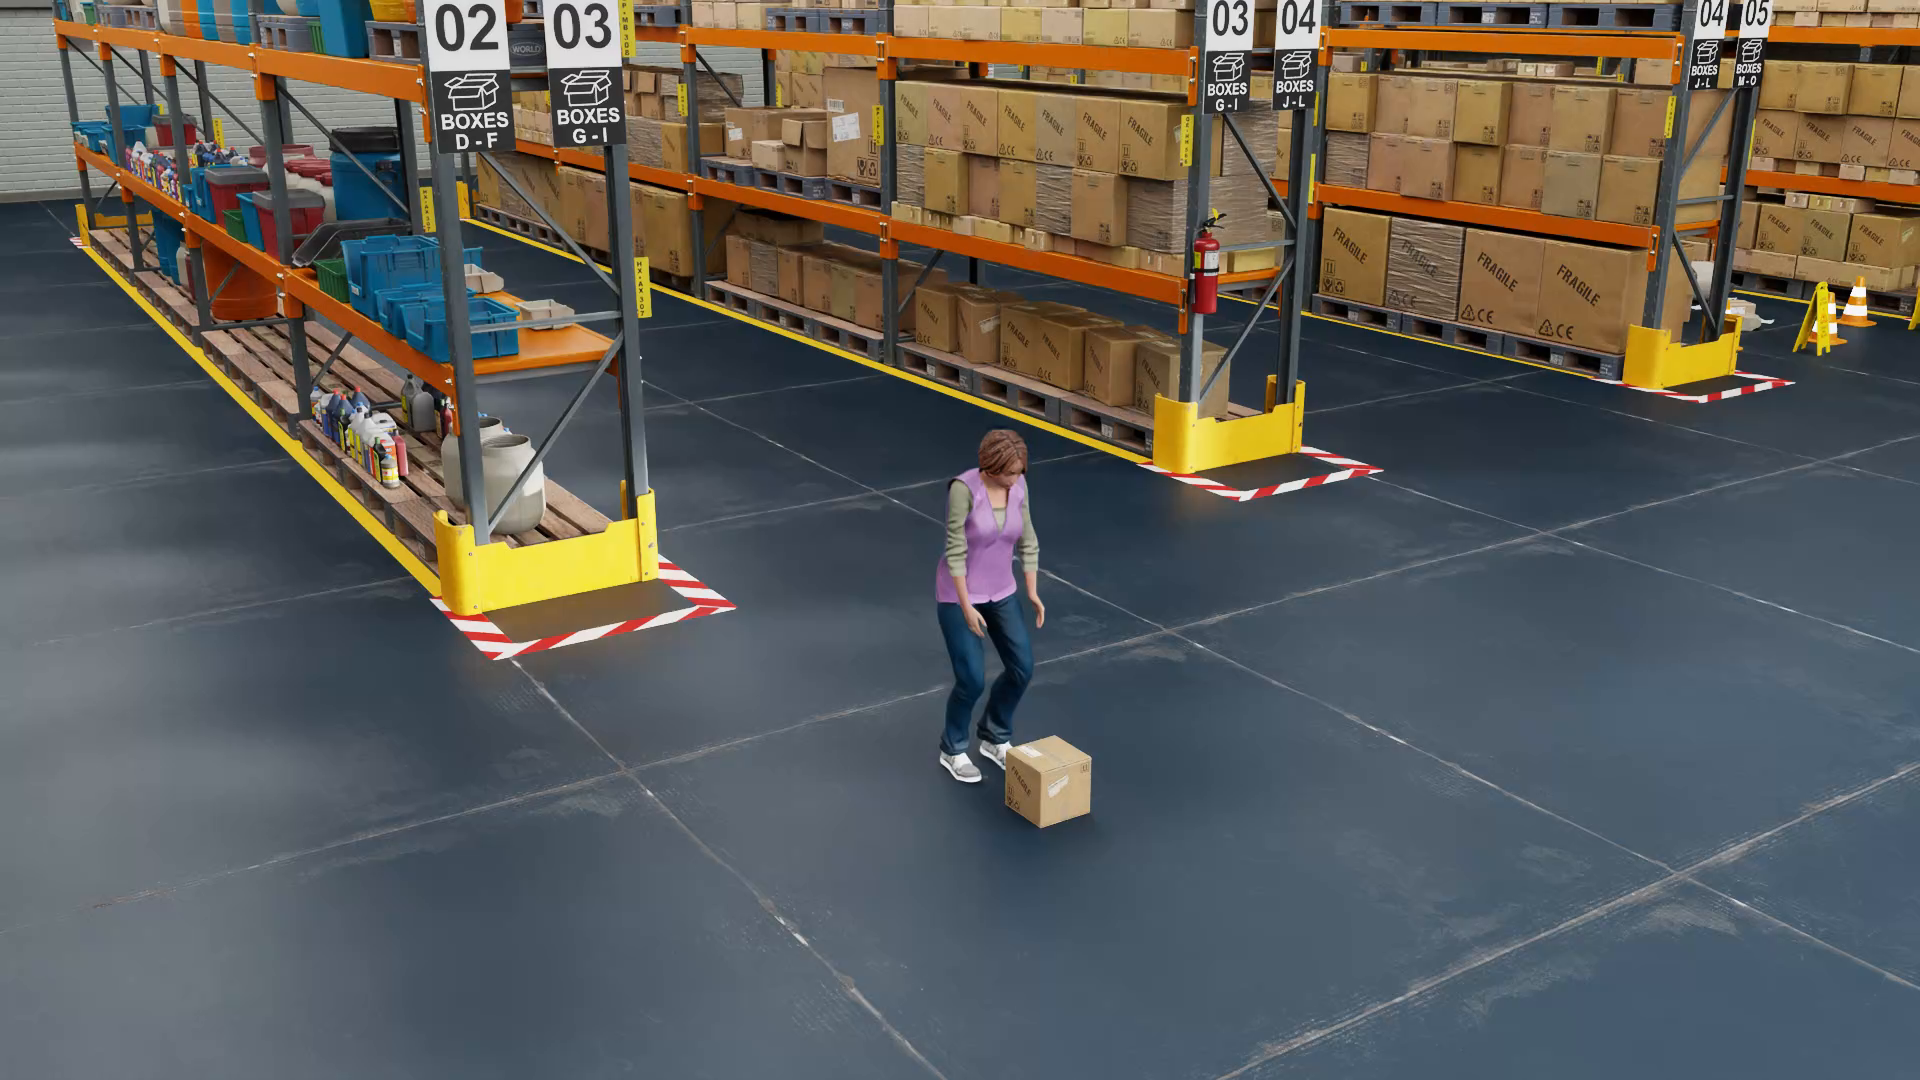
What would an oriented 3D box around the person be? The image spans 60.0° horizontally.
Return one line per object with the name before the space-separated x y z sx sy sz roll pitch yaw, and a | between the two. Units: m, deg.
person | 0.122 0.261 6.940 0.437 1.510 0.437 -11 21 -30
